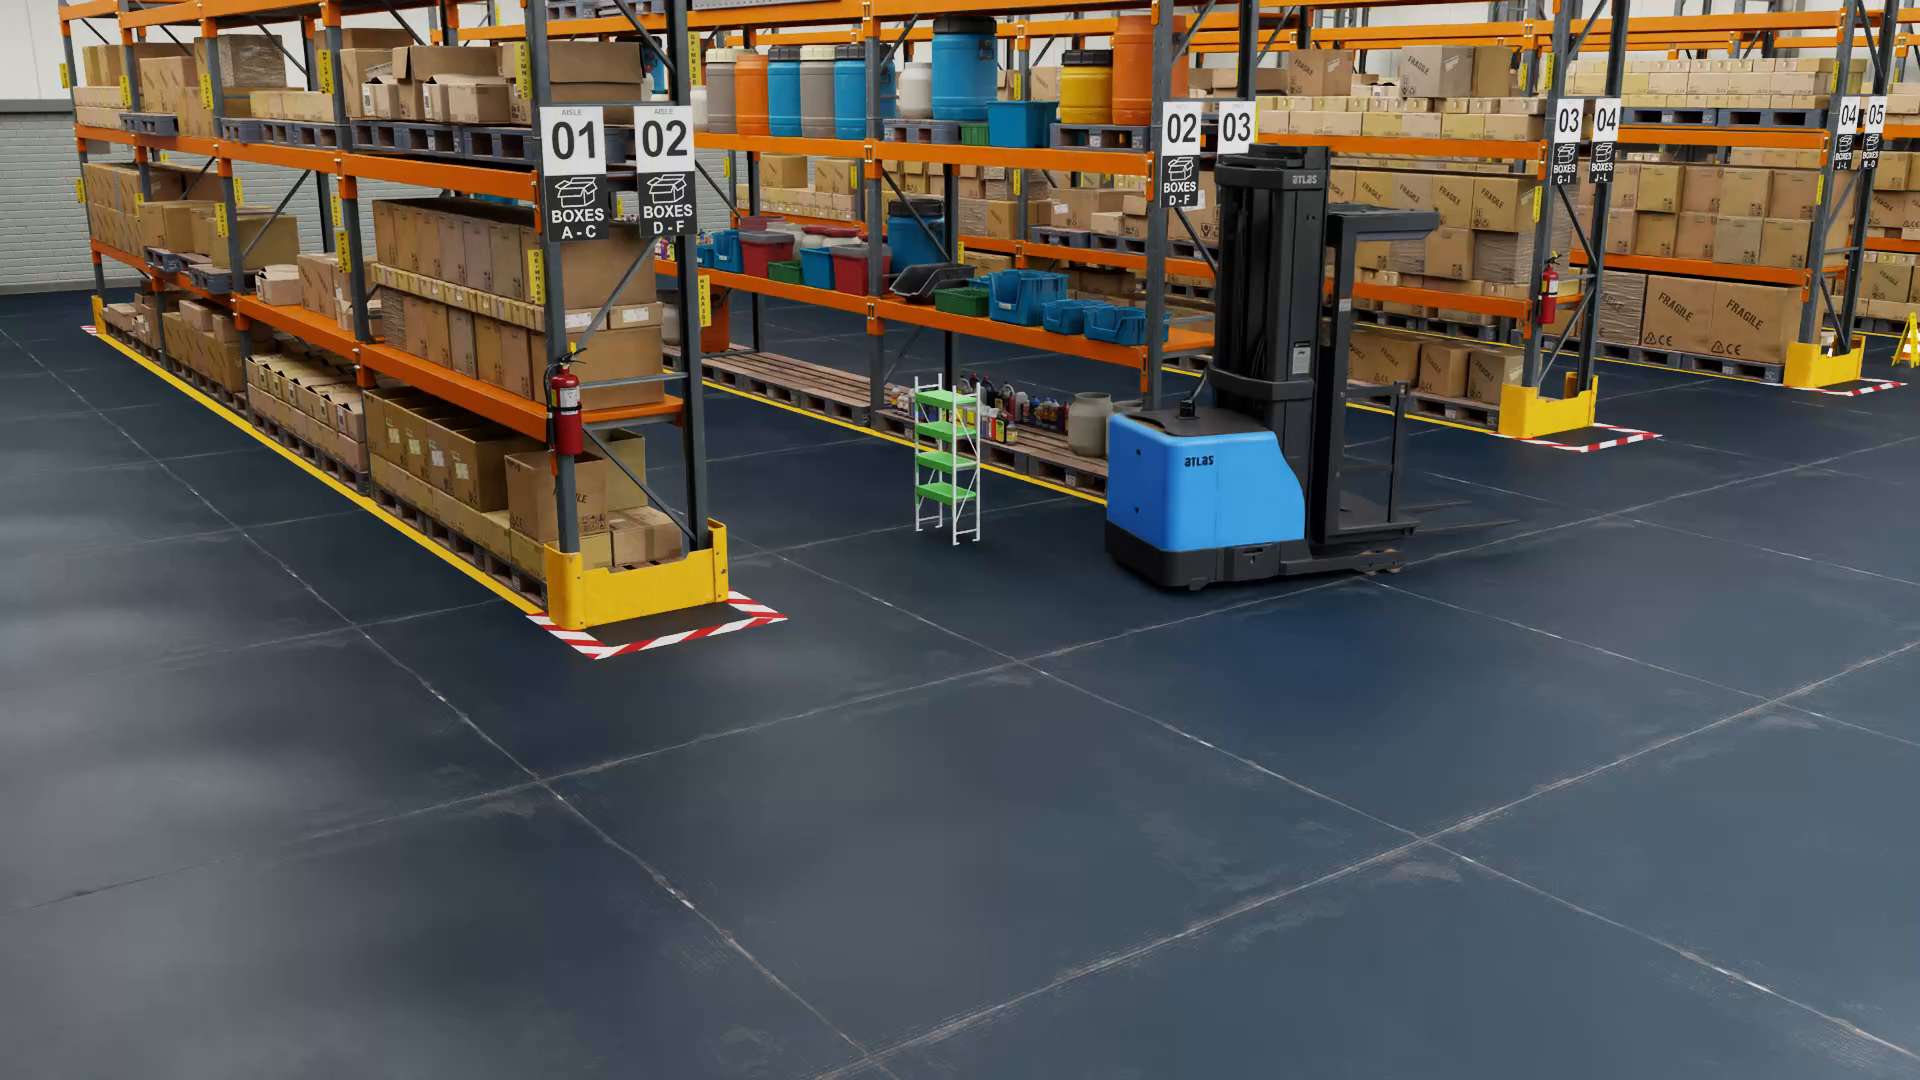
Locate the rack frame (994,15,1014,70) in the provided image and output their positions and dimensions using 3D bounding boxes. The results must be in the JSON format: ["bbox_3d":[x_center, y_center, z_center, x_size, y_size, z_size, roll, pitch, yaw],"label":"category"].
[{"bbox_3d":[0.567,-9.597,30.594,1.000,3.000,0.127,-11,19,-35],"label":"rack frame"}]

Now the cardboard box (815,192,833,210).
[{"bbox_3d":[-1.931,-5.336,26.109,0.500,0.250,0.500,-10,18,-33],"label":"cardboard box"}]

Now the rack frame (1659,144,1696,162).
[{"bbox_3d":[13.228,-6.556,30.848,1.000,3.000,0.127,-11,19,-35],"label":"rack frame"}]

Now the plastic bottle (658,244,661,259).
[{"bbox_3d":[-3.579,-3.479,19.981,0.097,0.201,0.097,0,15,0],"label":"plastic bottle"}]

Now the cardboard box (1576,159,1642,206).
[{"bbox_3d":[8.229,-4.551,21.190,0.875,0.550,0.550,-11,19,-35],"label":"cardboard box"}]

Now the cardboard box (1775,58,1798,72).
[{"bbox_3d":[9.357,-5.320,18.632,0.380,0.149,0.250,-11,19,-34],"label":"cardboard box"}]

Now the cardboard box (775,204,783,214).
[{"bbox_3d":[-2.805,-5.433,27.219,0.380,0.149,0.250,-11,19,-35],"label":"cardboard box"}]

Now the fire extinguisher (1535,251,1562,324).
[{"bbox_3d":[5.598,-2.405,15.828,0.296,0.674,0.183,-11,19,-35],"label":"fire extinguisher"}]

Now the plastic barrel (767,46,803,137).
[{"bbox_3d":[-1.699,-4.667,17.312,0.600,0.901,0.708,-11,19,-35],"label":"plastic barrel"}]

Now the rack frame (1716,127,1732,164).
[{"bbox_3d":[11.567,-4.931,24.909,1.000,3.000,0.127,-11,19,-35],"label":"rack frame"}]

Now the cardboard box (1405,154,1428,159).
[{"bbox_3d":[8.105,-6.601,28.927,0.500,0.500,0.500,-11,19,-34],"label":"cardboard box"}]

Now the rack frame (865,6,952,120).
[{"bbox_3d":[-0.455,-5.517,15.688,1.000,3.000,0.127,-11,19,-35],"label":"rack frame"}]

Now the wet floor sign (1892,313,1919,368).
[{"bbox_3d":[11.593,-2.452,20.314,0.232,0.644,0.267,14,21,42],"label":"wet floor sign"}]

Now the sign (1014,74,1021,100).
[{"bbox_3d":[0.746,-5.897,21.627,0.100,0.325,0.005,-11,19,-35],"label":"sign"}]

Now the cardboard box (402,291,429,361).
[{"bbox_3d":[-3.883,-1.699,12.911,0.700,0.500,0.500,-11,19,-35],"label":"cardboard box"}]

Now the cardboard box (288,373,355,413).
[{"bbox_3d":[-5.829,-1.369,15.248,0.500,0.311,0.500,-11,19,-35],"label":"cardboard box"}]

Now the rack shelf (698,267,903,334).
[{"bbox_3d":[-1.631,-2.704,18.136,1.077,0.370,4.000,-11,19,-35],"label":"rack shelf"}]

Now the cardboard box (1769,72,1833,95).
[{"bbox_3d":[9.461,-5.117,18.642,0.500,0.250,0.500,-11,19,-34],"label":"cardboard box"}]

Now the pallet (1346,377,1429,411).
[{"bbox_3d":[4.696,-1.649,18.201,1.003,0.211,1.213,-11,19,-35],"label":"pallet"}]

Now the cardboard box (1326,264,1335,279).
[{"bbox_3d":[4.189,-2.916,18.023,0.380,0.149,0.250,-11,19,-35],"label":"cardboard box"}]

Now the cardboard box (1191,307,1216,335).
[{"bbox_3d":[3.208,-2.534,20.052,0.700,0.500,0.500,-13,20,-39],"label":"cardboard box"}]

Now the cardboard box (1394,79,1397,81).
[{"bbox_3d":[9.480,-9.566,34.936,0.500,0.250,0.500,-10,18,-33],"label":"cardboard box"}]

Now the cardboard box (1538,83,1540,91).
[{"bbox_3d":[11.397,-8.795,32.275,0.380,0.149,0.250,-11,19,-34],"label":"cardboard box"}]

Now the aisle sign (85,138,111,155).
[{"bbox_3d":[-11.797,-5.641,22.580,0.394,0.787,0.004,-11,19,-35],"label":"aisle sign"}]

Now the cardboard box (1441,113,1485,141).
[{"bbox_3d":[5.118,-4.083,16.412,0.500,0.250,0.500,-11,19,-34],"label":"cardboard box"}]

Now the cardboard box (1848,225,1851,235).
[{"bbox_3d":[12.408,-4.368,23.331,0.380,0.149,0.250,-11,19,-35],"label":"cardboard box"}]

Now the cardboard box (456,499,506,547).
[{"bbox_3d":[-3.265,-0.158,11.884,0.500,0.250,0.500,-11,19,-35],"label":"cardboard box"}]

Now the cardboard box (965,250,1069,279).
[{"bbox_3d":[0.811,-3.575,23.185,1.225,0.875,0.875,-12,19,-37],"label":"cardboard box"}]

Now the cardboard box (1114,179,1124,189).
[{"bbox_3d":[2.779,-5.918,27.635,0.380,0.149,0.250,-11,18,-34],"label":"cardboard box"}]

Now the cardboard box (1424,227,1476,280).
[{"bbox_3d":[5.211,-2.940,16.883,0.875,0.500,0.500,-11,19,-35],"label":"cardboard box"}]

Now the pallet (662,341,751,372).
[{"bbox_3d":[-3.304,-2.295,20.561,1.003,0.211,1.213,-11,19,-35],"label":"pallet"}]

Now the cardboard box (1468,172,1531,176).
[{"bbox_3d":[5.512,-3.480,16.962,0.500,0.500,0.500,-11,19,-35],"label":"cardboard box"}]

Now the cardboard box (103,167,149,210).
[{"bbox_3d":[-10.569,-4.487,21.203,0.500,0.500,0.500,-11,19,-35],"label":"cardboard box"}]

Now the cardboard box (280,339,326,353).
[{"bbox_3d":[-6.852,-1.858,17.584,0.500,0.500,0.500,-10,18,-32],"label":"cardboard box"}]

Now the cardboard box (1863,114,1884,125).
[{"bbox_3d":[12.544,-5.756,22.719,0.380,0.149,0.250,-11,19,-35],"label":"cardboard box"}]

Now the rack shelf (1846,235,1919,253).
[{"bbox_3d":[12.743,-4.157,23.444,1.077,0.370,4.000,-11,19,-35],"label":"rack shelf"}]

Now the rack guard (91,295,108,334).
[{"bbox_3d":[-11.475,-3.196,23.307,1.175,0.500,0.348,-11,19,-35],"label":"rack guard"}]

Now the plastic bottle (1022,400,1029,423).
[{"bbox_3d":[0.643,-1.227,15.845,0.097,0.201,0.097,0,15,0],"label":"plastic bottle"}]

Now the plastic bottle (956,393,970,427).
[{"bbox_3d":[0.045,-1.190,15.428,0.144,0.351,0.185,-11,19,-35],"label":"plastic bottle"}]

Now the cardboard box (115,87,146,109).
[{"bbox_3d":[-9.673,-5.241,19.699,0.500,0.250,0.500,-11,19,-35],"label":"cardboard box"}]

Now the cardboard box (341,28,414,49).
[{"bbox_3d":[-4.795,-3.932,13.647,0.500,0.500,0.500,-11,19,-34],"label":"cardboard box"}]

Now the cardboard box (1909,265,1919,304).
[{"bbox_3d":[13.237,-3.445,22.474,0.500,0.500,0.500,-11,19,-34],"label":"cardboard box"}]

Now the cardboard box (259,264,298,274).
[{"bbox_3d":[-6.637,-2.582,16.498,0.500,0.311,0.500,-10,18,-31],"label":"cardboard box"}]

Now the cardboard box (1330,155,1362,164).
[{"bbox_3d":[5.527,-5.428,24.643,0.700,0.500,0.500,-11,19,-35],"label":"cardboard box"}]

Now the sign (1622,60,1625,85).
[{"bbox_3d":[6.342,-4.491,15.965,0.100,0.325,0.005,-11,19,-35],"label":"sign"}]

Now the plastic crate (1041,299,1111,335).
[{"bbox_3d":[0.983,-1.898,14.110,0.499,0.251,0.408,-11,19,-35],"label":"plastic crate"}]

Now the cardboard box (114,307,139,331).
[{"bbox_3d":[-10.841,-2.930,21.976,0.500,0.250,0.500,-11,19,-35],"label":"cardboard box"}]

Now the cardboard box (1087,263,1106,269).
[{"bbox_3d":[2.413,-4.707,28.698,0.380,0.149,0.250,-11,19,-34],"label":"cardboard box"}]

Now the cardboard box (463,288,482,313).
[{"bbox_3d":[-3.253,-1.691,11.654,0.380,0.149,0.250,-10,18,-33],"label":"cardboard box"}]

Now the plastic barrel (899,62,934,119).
[{"bbox_3d":[-0.361,-4.205,15.567,0.421,0.512,0.421,0,15,0],"label":"plastic barrel"}]

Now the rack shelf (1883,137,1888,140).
[{"bbox_3d":[14.404,-7.229,28.987,1.077,0.370,4.000,-11,19,-35],"label":"rack shelf"}]

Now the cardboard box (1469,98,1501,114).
[{"bbox_3d":[5.180,-4.231,16.200,0.380,0.149,0.250,-12,19,-37],"label":"cardboard box"}]

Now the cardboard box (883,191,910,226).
[{"bbox_3d":[-0.788,-4.905,24.625,0.500,0.500,0.500,-11,19,-34],"label":"cardboard box"}]

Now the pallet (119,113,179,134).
[{"bbox_3d":[-8.841,-4.770,18.996,1.213,0.211,1.003,-11,19,-35],"label":"pallet"}]

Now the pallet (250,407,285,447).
[{"bbox_3d":[-6.363,-1.183,16.499,1.003,0.211,1.213,-11,19,-35],"label":"pallet"}]

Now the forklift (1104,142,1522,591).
[{"bbox_3d":[2.614,-1.290,11.738,3.031,2.935,1.130,-5,16,-19],"label":"forklift"}]

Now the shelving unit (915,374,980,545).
[{"bbox_3d":[-0.097,-0.614,12.547,0.258,1.200,0.503,-11,19,-35],"label":"shelving unit"}]

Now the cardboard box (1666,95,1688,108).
[{"bbox_3d":[8.609,-5.207,19.728,0.380,0.149,0.250,-11,19,-34],"label":"cardboard box"}]
